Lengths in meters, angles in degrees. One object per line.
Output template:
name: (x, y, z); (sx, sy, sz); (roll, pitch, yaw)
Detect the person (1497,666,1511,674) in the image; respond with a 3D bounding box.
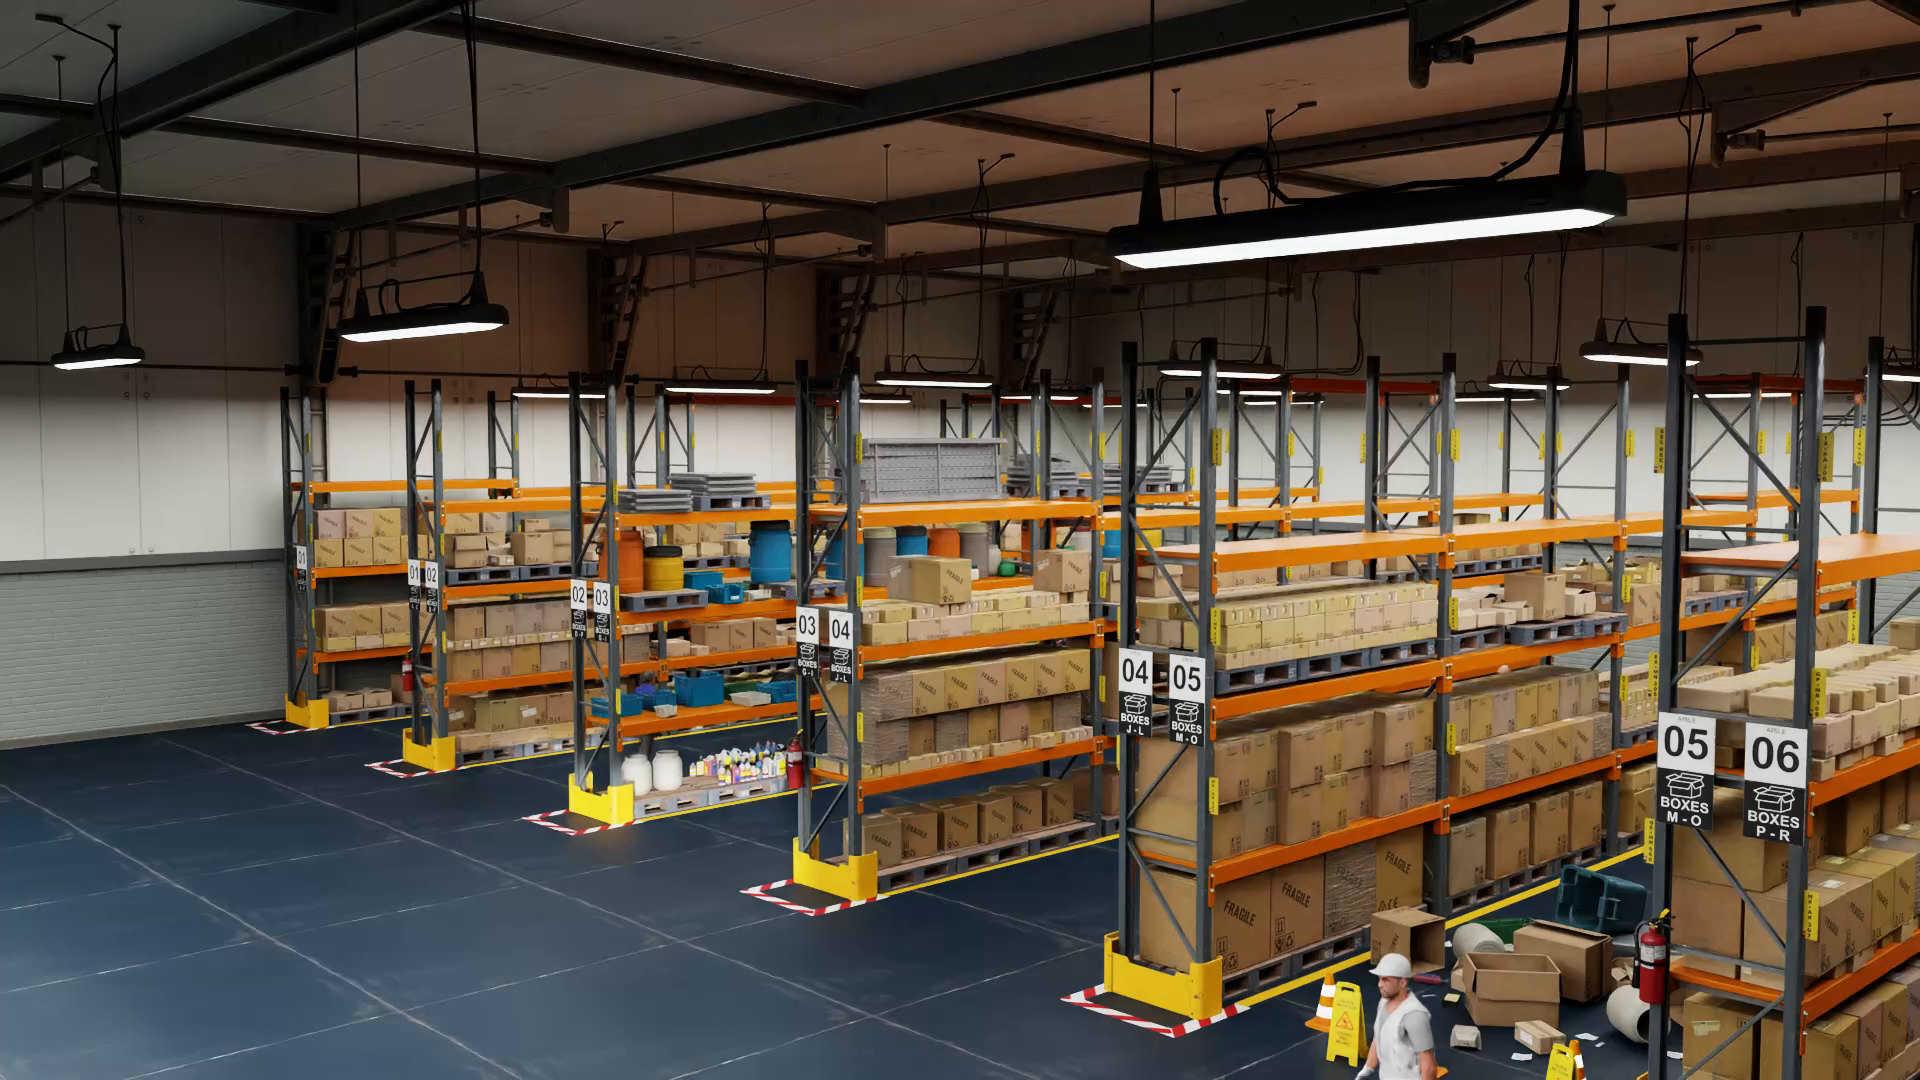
person: (7.920, 2.713, 24.319); (0.994, 1.740, 0.629); (-3, 5, -36)

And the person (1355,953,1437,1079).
person: (2.811, 3.566, 10.869); (0.992, 1.733, 0.561); (0, 4, -3)

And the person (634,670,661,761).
person: (-4.665, 2.759, 24.671); (0.511, 1.671, 0.471); (3, 4, 35)
